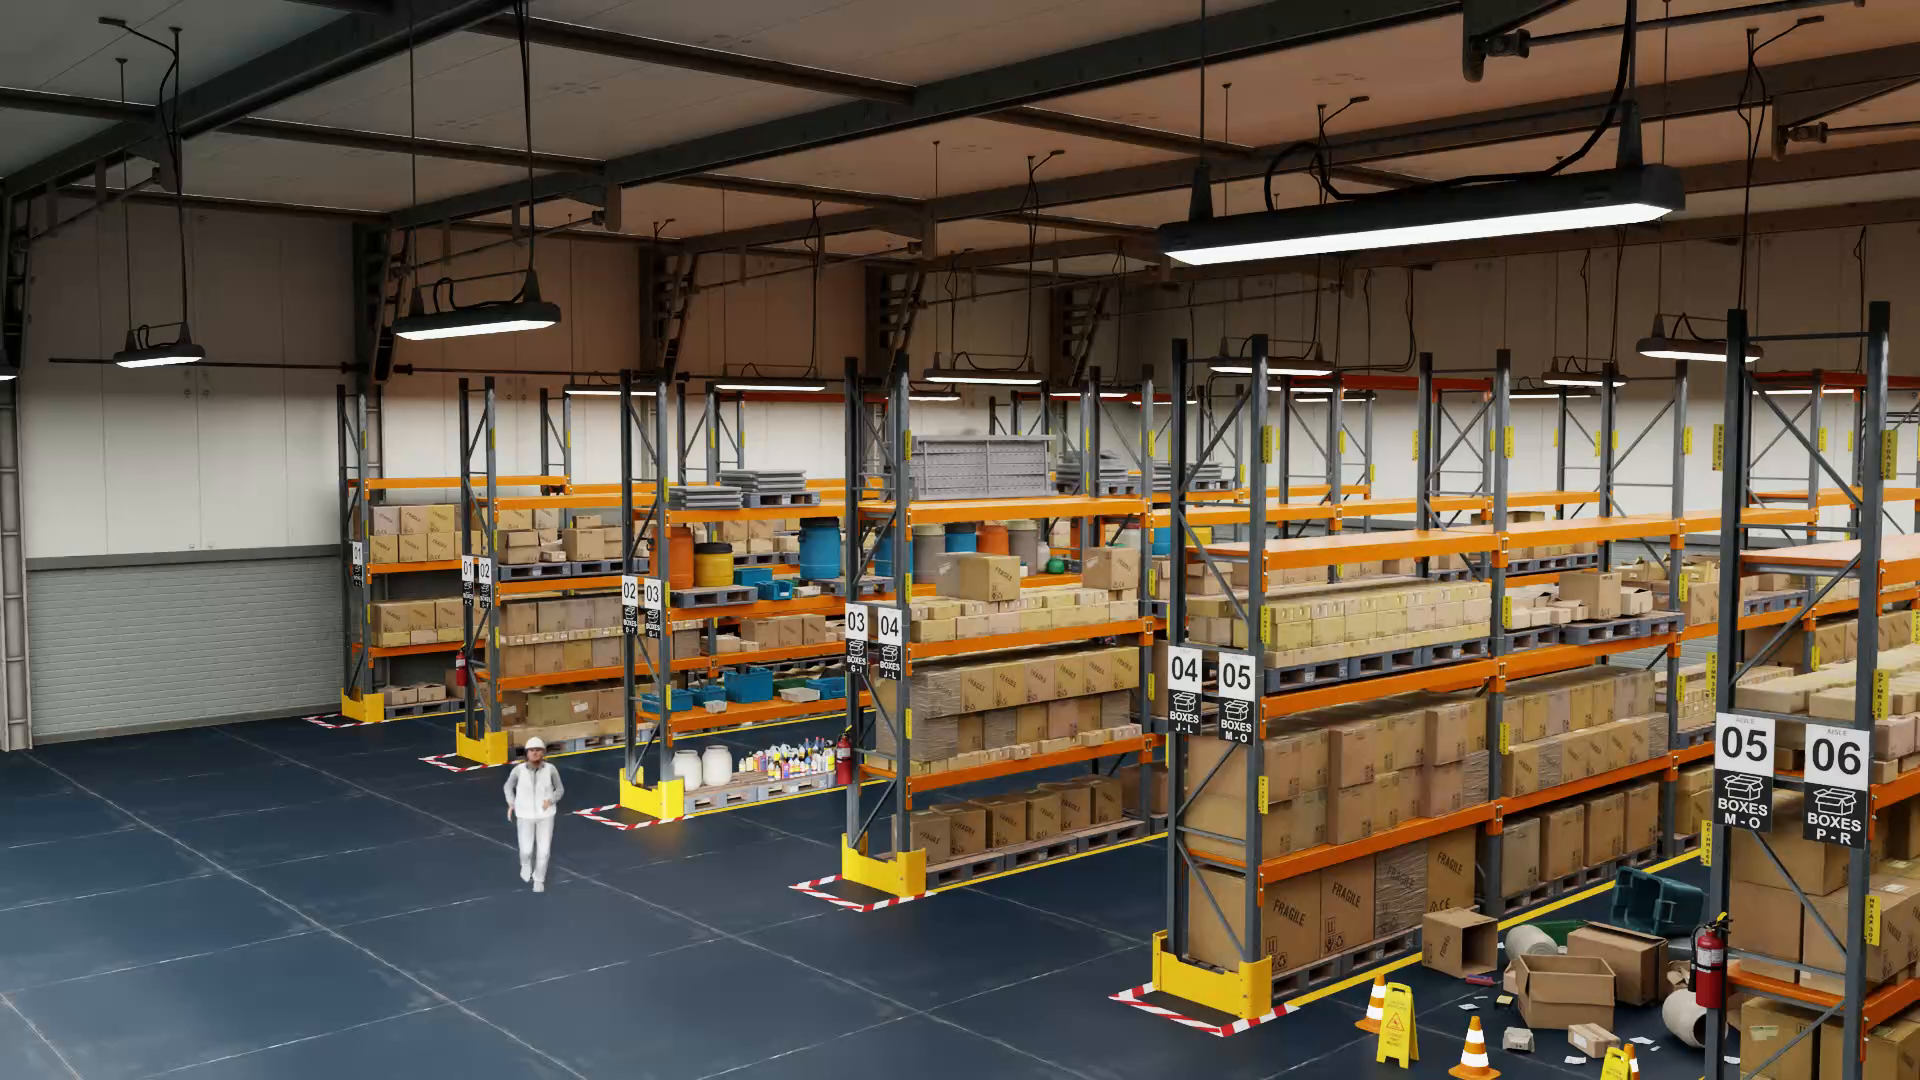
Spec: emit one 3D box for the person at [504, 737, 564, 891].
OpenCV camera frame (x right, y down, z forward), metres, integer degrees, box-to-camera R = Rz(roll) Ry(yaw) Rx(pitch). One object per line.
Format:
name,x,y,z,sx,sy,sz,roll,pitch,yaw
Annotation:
person,-4.756,3.079,18.592,0.658,1.731,0.570,-1,4,-15
